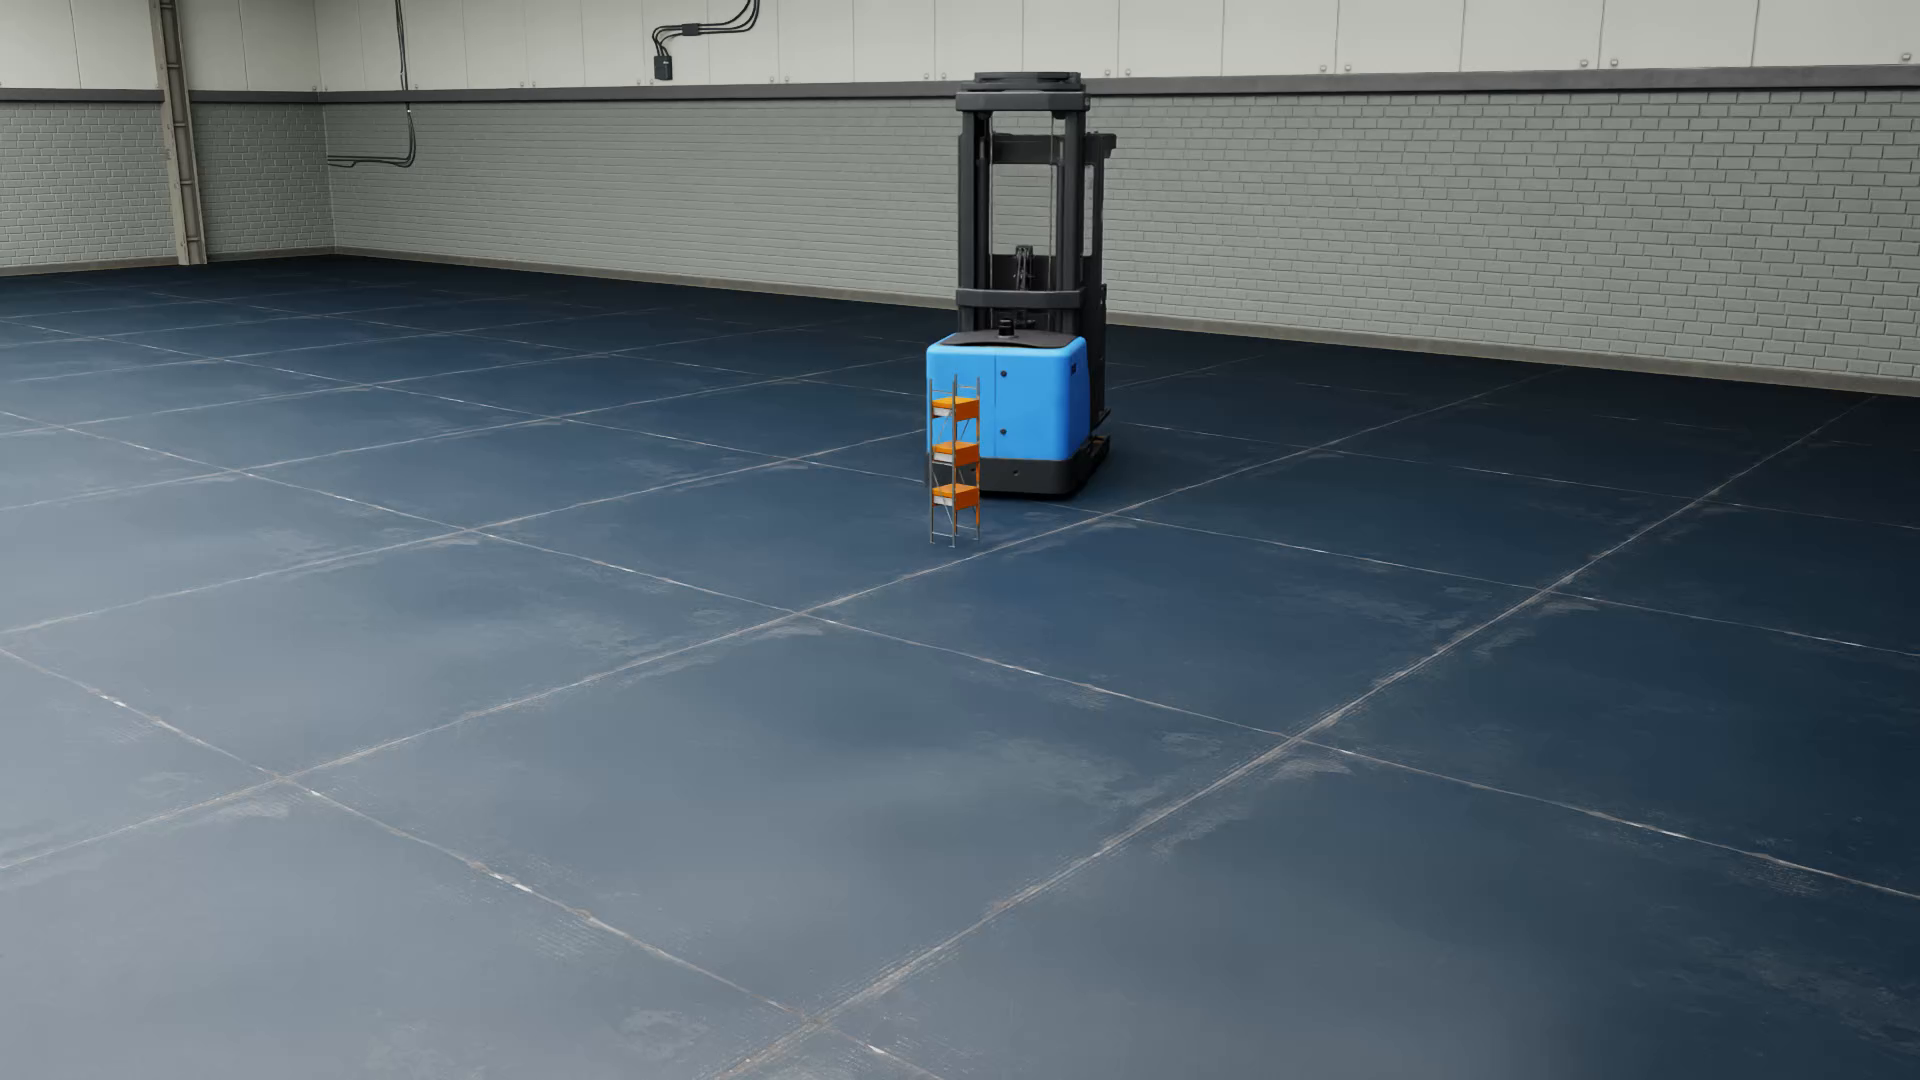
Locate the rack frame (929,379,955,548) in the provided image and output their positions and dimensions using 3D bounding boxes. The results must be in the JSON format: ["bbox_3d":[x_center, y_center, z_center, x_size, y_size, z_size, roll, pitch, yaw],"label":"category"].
[{"bbox_3d":[-0.110,-0.475,10.361,0.200,1.050,0.008,11,18,38],"label":"rack frame"}]

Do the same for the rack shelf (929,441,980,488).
[{"bbox_3d":[-0.034,-0.488,10.456,0.215,0.259,0.240,11,18,38],"label":"rack shelf"}]

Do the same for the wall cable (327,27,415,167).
[{"bbox_3d":[-11.260,-8.304,31.341,3.097,2.526,0.112,11,18,38],"label":"wall cable"}]

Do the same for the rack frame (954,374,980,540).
[{"bbox_3d":[0.043,-0.522,10.545,0.200,1.050,0.008,11,18,38],"label":"rack frame"}]

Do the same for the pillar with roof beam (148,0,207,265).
[{"bbox_3d":[-10.791,-8.783,26.921,9.100,9.000,0.400,11,18,38],"label":"pillar with roof beam"}]

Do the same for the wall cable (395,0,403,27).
[{"bbox_3d":[-9.156,-10.333,29.071,3.097,2.526,0.112,11,18,38],"label":"wall cable"}]

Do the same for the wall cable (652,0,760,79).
[{"bbox_3d":[-3.886,-9.985,24.745,2.305,6.003,0.169,11,18,38],"label":"wall cable"}]

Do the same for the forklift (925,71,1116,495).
[{"bbox_3d":[0.580,-2.057,12.765,1.130,2.935,3.031,3,15,13],"label":"forklift"}]

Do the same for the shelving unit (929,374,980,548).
[{"bbox_3d":[-0.034,-0.499,10.453,0.215,1.050,0.252,11,18,38],"label":"shelving unit"}]

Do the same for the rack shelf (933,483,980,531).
[{"bbox_3d":[-0.034,-0.219,10.524,0.215,0.259,0.240,11,18,38],"label":"rack shelf"}]

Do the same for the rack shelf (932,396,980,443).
[{"bbox_3d":[-0.034,-0.763,10.386,0.215,0.259,0.240,11,18,38],"label":"rack shelf"}]
